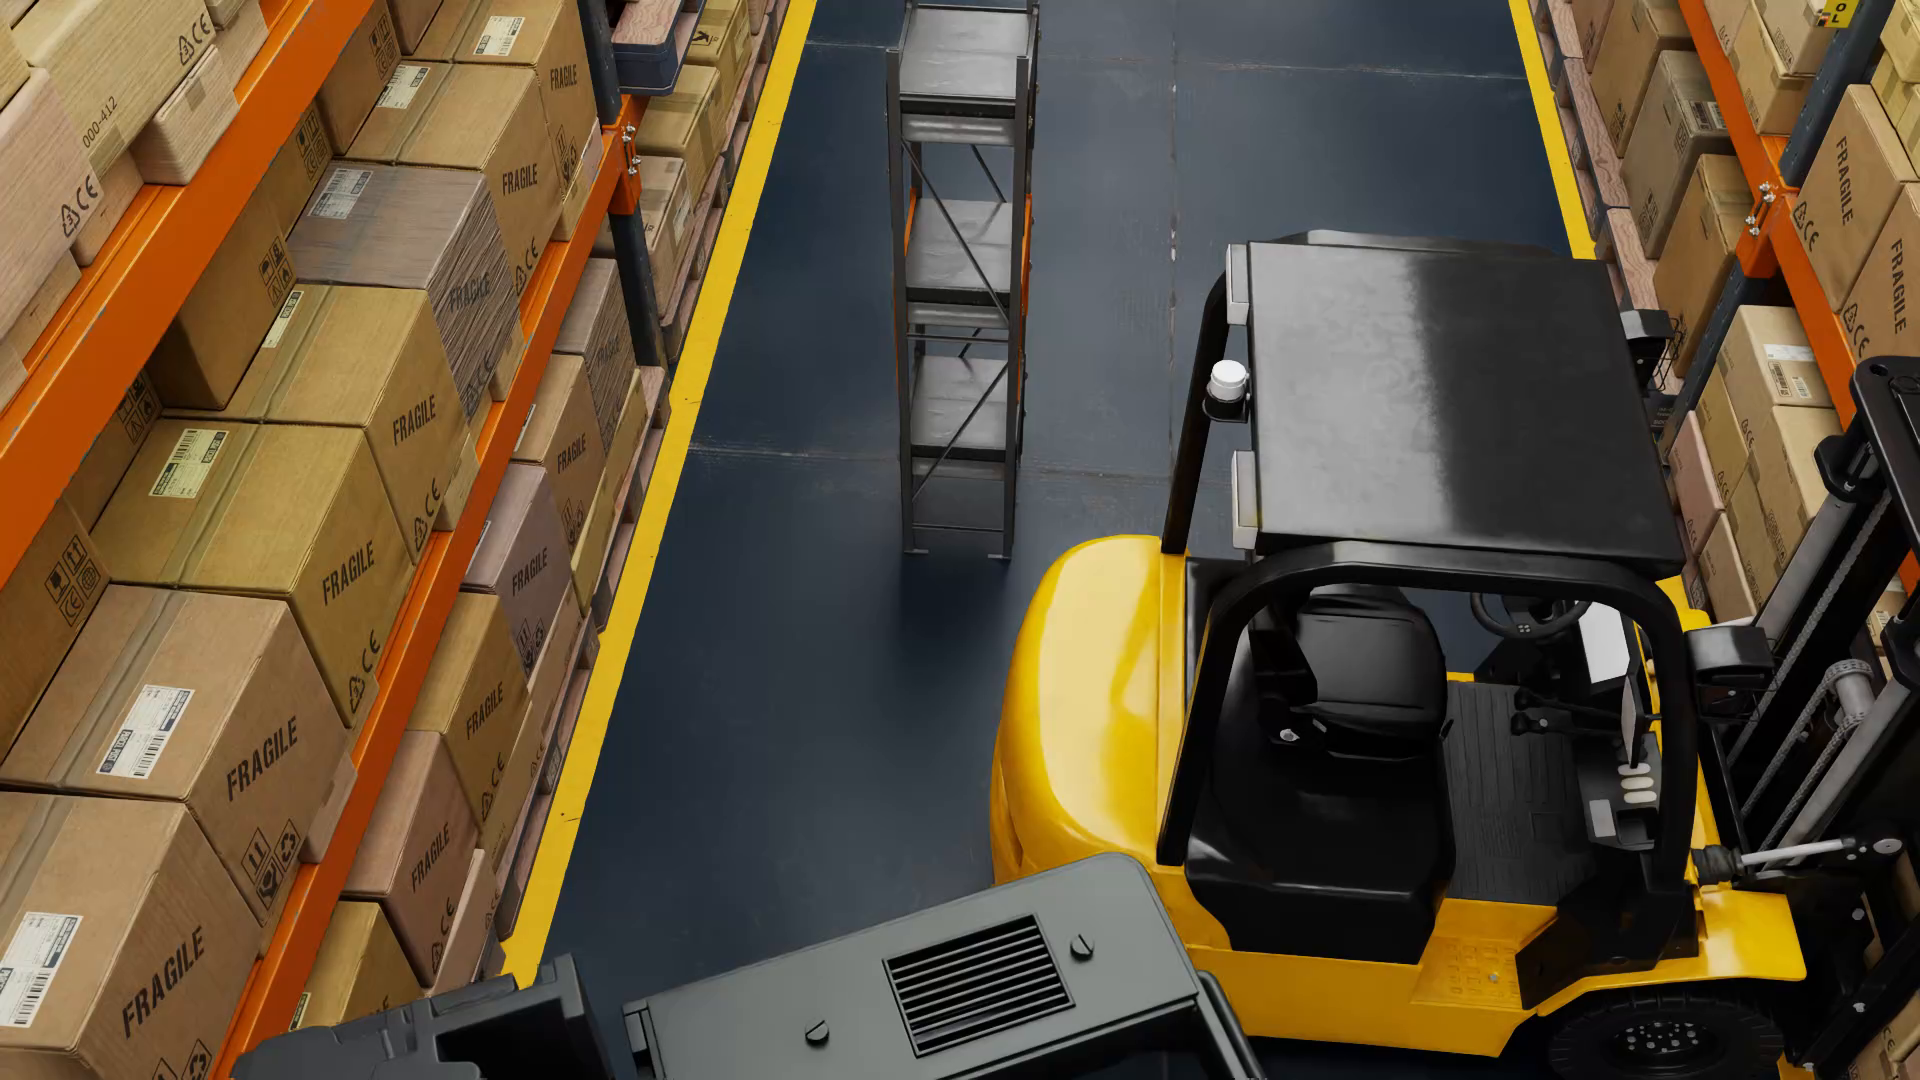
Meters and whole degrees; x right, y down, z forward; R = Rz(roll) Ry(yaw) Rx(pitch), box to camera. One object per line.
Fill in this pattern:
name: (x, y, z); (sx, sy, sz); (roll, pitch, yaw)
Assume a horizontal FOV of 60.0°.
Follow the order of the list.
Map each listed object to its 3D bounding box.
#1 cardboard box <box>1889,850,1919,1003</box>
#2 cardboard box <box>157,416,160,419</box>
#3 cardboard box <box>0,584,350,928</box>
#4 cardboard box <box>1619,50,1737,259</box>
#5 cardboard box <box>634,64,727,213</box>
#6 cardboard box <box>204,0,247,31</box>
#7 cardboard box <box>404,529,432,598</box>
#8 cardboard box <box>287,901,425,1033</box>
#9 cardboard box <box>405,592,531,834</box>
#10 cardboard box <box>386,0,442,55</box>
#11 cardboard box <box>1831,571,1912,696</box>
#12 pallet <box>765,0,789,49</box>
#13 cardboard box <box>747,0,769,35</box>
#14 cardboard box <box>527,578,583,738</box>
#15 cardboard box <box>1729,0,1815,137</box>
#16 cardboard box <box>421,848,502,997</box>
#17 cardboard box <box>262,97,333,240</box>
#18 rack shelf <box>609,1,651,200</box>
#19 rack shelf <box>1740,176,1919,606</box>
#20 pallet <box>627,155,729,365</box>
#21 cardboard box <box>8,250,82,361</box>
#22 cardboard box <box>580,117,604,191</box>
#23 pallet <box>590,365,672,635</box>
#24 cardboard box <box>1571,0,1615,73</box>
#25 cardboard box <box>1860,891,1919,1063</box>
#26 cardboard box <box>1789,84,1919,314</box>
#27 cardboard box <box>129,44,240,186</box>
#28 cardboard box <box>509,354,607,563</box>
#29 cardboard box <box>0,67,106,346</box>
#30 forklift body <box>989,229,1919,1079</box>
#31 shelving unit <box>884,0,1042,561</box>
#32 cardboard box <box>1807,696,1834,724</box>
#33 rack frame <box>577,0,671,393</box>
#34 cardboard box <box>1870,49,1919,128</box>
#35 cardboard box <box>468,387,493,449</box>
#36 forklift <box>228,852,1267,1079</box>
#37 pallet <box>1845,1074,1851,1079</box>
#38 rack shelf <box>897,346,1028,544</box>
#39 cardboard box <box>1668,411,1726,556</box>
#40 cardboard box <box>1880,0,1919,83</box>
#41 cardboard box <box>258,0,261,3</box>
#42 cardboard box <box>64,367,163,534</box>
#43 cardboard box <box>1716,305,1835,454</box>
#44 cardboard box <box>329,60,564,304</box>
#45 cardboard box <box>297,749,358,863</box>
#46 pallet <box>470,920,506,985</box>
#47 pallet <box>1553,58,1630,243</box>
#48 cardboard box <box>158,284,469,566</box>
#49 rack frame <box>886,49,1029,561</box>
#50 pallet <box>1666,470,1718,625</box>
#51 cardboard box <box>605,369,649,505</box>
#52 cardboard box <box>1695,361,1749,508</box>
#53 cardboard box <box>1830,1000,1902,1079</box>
cardboard box: (2.696, 0.972, 4.230); (0.500, 0.250, 0.500); (4, 48, 4)
cardboard box: (-2.116, -0.359, 4.277); (0.500, 0.500, 0.500); (4, 48, 4)
cardboard box: (-1.692, 0.454, 3.533); (0.500, 0.500, 0.500); (5, 48, 5)
cardboard box: (3.367, -1.604, 7.009); (0.875, 0.625, 0.625); (3, 48, 3)
cardboard box: (-1.583, -1.810, 7.369); (0.950, 0.372, 0.625); (7, 48, 6)
cardboard box: (-1.600, -1.241, 3.220); (0.500, 0.250, 0.500); (5, 48, 4)
cardboard box: (-1.628, 0.006, 4.382); (0.380, 0.149, 0.250); (3, 48, 2)
cardboard box: (-1.705, 1.240, 4.154); (0.500, 0.500, 0.500); (2, 48, 2)
cardboard box: (-1.608, 0.487, 4.842); (0.500, 0.500, 0.500); (5, 48, 4)
cardboard box: (-1.947, -1.804, 4.920); (0.700, 0.500, 0.500); (3, 48, 3)
cardboard box: (2.805, 0.215, 4.922); (0.500, 0.250, 0.500); (5, 48, 5)
pallet: (-1.399, -3.065, 8.910); (1.003, 0.211, 1.213); (4, 48, 4)
cardboard box: (-1.447, -2.878, 8.346); (0.950, 0.372, 0.625); (3, 48, 3)
cardboard box: (-1.567, 0.363, 5.464); (0.500, 0.250, 0.500); (5, 48, 4)
cardboard box: (3.038, -1.647, 5.825); (0.500, 0.250, 0.500); (5, 48, 4)
cardboard box: (-1.652, 1.136, 4.757); (0.500, 0.250, 0.500); (5, 48, 5)
cardboard box: (-2.088, -1.063, 4.242); (0.700, 0.500, 0.500); (3, 48, 3)
rack shelf: (-1.509, -2.868, 7.328); (1.077, 0.370, 4.000); (4, 48, 4)
rack shelf: (3.070, 0.402, 4.337); (1.077, 0.370, 4.000); (4, 48, 4)
pallet: (-1.621, -1.272, 7.270); (1.003, 0.211, 1.213); (4, 48, 4)
cardboard box: (-1.711, -0.426, 2.744); (0.380, 0.149, 0.250); (4, 48, 3)
cardboard box: (-1.417, -1.300, 5.576); (0.380, 0.149, 0.250); (3, 48, 3)
pallet: (-1.717, -0.204, 6.294); (1.003, 0.211, 1.213); (4, 48, 4)
cardboard box: (3.495, -2.651, 7.967); (0.875, 0.625, 0.625); (5, 48, 5)
cardboard box: (2.704, 1.120, 4.433); (0.500, 0.250, 0.500); (3, 48, 3)
cardboard box: (2.952, -1.035, 5.096); (0.500, 0.500, 0.500); (3, 48, 2)
cardboard box: (-1.588, -0.801, 3.087); (0.380, 0.149, 0.250); (4, 48, 4)
cardboard box: (-1.522, -0.281, 5.545); (0.500, 0.500, 0.500); (5, 48, 4)
cardboard box: (-1.689, -0.485, 2.528); (0.500, 0.250, 0.500); (3, 48, 3)
forklift body: (1.244, 0.400, 4.427); (2.313, 2.155, 1.214); (4, 48, 4)
shelving unit: (0.015, -0.830, 5.586); (0.431, 2.100, 0.503); (4, 48, 4)
cardboard box: (2.800, 0.381, 5.109); (0.500, 0.250, 0.500); (4, 48, 3)
rack frame: (-1.691, -1.641, 5.718); (1.000, 3.000, 0.127); (4, 48, 4)
cardboard box: (2.962, -1.346, 4.941); (0.380, 0.149, 0.250); (3, 48, 3)
cardboard box: (-1.559, -0.367, 4.723); (0.380, 0.149, 0.250); (3, 48, 3)
forklift: (0.003, 1.630, 2.773); (3.031, 2.935, 1.130); (-14, 49, -13)
pallet: (2.916, 2.006, 4.272); (1.003, 0.211, 1.213); (4, 48, 4)
rack shelf: (0.015, -0.349, 6.113); (0.431, 0.518, 0.480); (4, 48, 4)
cardboard box: (2.879, -0.191, 5.970); (0.500, 0.250, 0.500); (4, 48, 4)
cardboard box: (2.928, -1.449, 4.833); (0.380, 0.149, 0.250); (5, 48, 4)
cardboard box: (-1.652, -1.187, 3.440); (0.380, 0.149, 0.250); (3, 48, 3)
cardboard box: (-2.229, -0.316, 3.560); (0.700, 0.500, 0.500); (3, 48, 3)
cardboard box: (2.896, -0.527, 5.600); (0.500, 0.250, 0.500); (3, 48, 3)
cardboard box: (-1.524, -1.053, 4.911); (0.500, 0.500, 0.500); (5, 48, 5)
cardboard box: (-1.636, 0.588, 3.850); (0.380, 0.149, 0.250); (5, 48, 4)
pallet: (-1.939, 1.589, 4.654); (1.003, 0.211, 1.213); (4, 48, 4)
pallet: (3.389, -1.812, 7.764); (1.003, 0.211, 1.213); (4, 48, 4)
cardboard box: (-1.609, -0.295, 4.218); (0.500, 0.500, 0.500); (3, 48, 3)
rack frame: (-0.007, -0.651, 5.422); (0.400, 2.100, 0.015); (4, 48, 4)
pallet: (3.138, 0.213, 5.912); (1.003, 0.211, 1.213); (4, 48, 4)
cardboard box: (-1.477, -0.402, 6.164); (0.500, 0.250, 0.500); (6, 48, 5)
cardboard box: (2.901, -0.358, 5.784); (0.500, 0.250, 0.500); (4, 48, 3)
cardboard box: (2.725, 1.317, 4.591); (0.500, 0.250, 0.500); (4, 48, 4)
